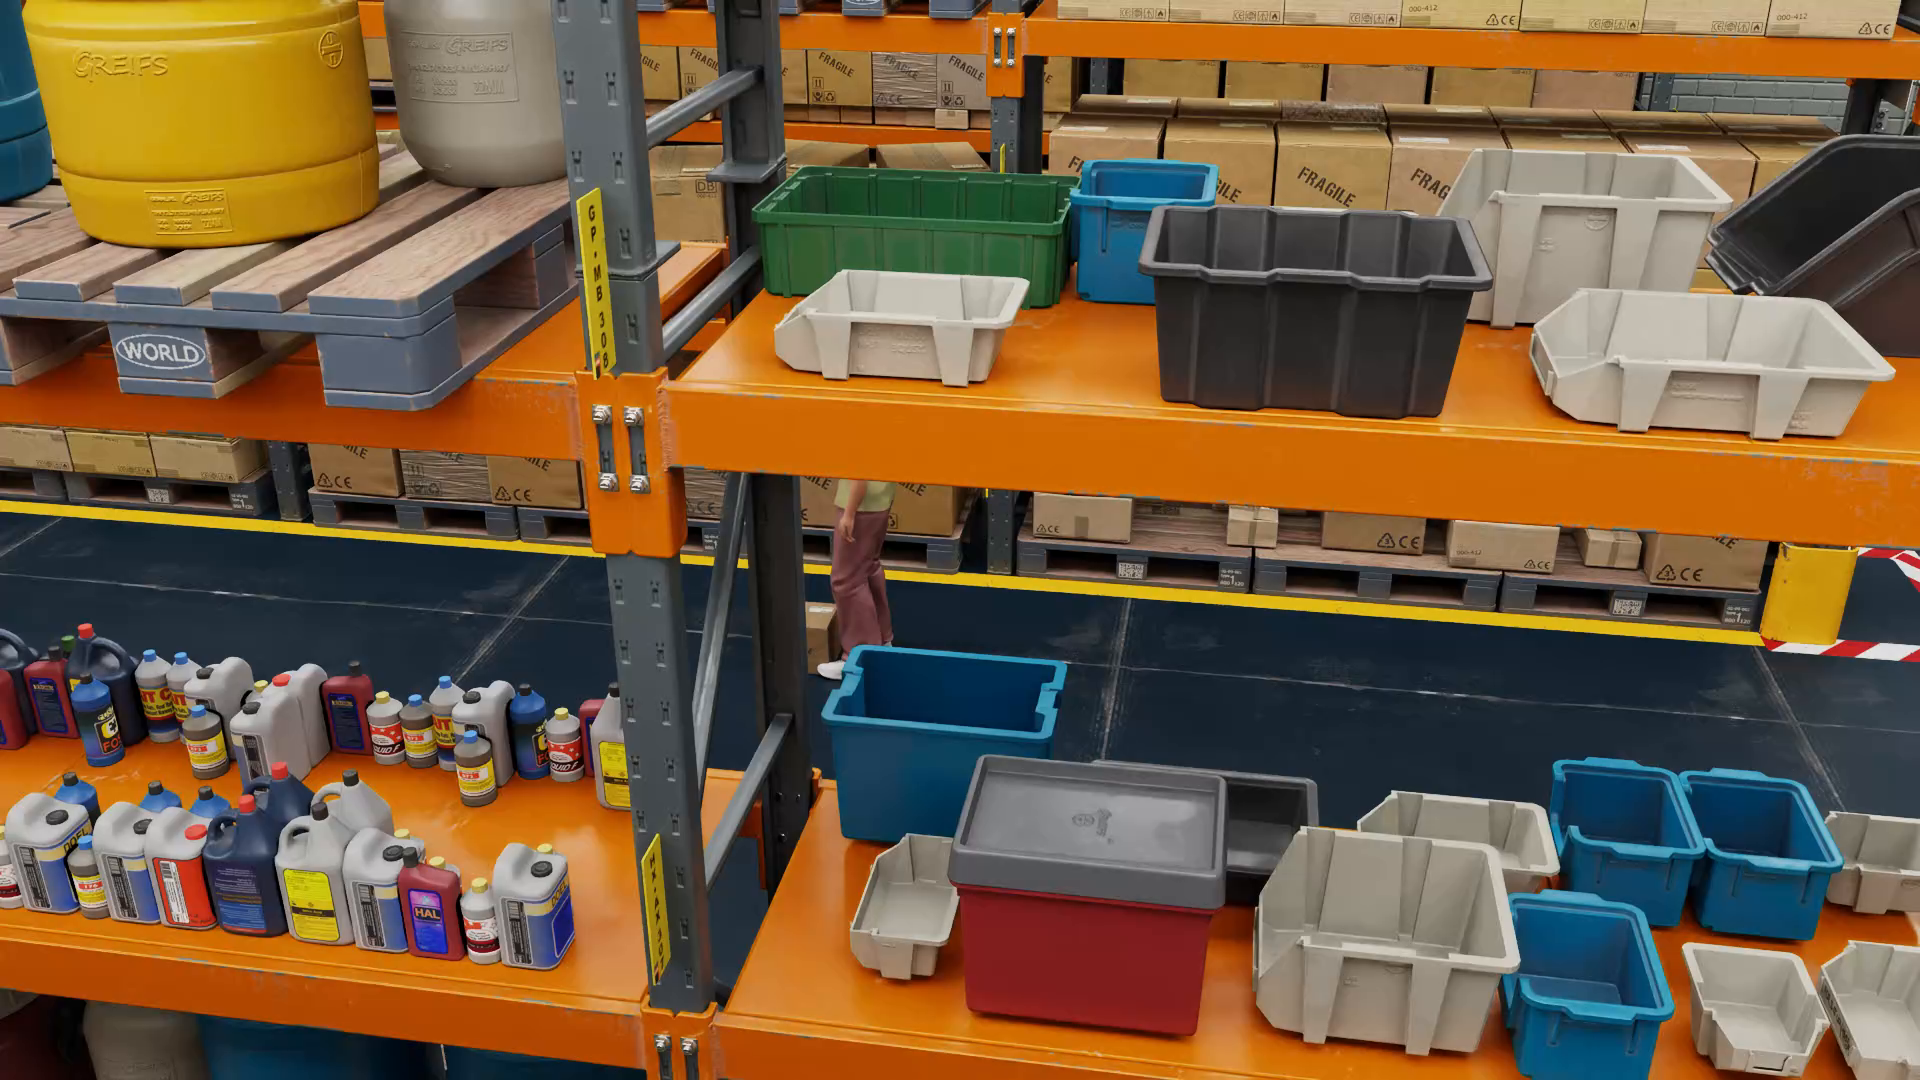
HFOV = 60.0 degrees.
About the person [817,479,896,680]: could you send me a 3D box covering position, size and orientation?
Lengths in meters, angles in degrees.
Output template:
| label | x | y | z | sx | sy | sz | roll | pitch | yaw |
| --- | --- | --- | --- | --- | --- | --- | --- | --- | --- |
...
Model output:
| label | x | y | z | sx | sy | sz | roll | pitch | yaw |
| --- | --- | --- | --- | --- | --- | --- | --- | --- | --- |
| person | -0.474 | -0.172 | 7.478 | 0.347 | 1.672 | 0.500 | 3 | 25 | 7 |
